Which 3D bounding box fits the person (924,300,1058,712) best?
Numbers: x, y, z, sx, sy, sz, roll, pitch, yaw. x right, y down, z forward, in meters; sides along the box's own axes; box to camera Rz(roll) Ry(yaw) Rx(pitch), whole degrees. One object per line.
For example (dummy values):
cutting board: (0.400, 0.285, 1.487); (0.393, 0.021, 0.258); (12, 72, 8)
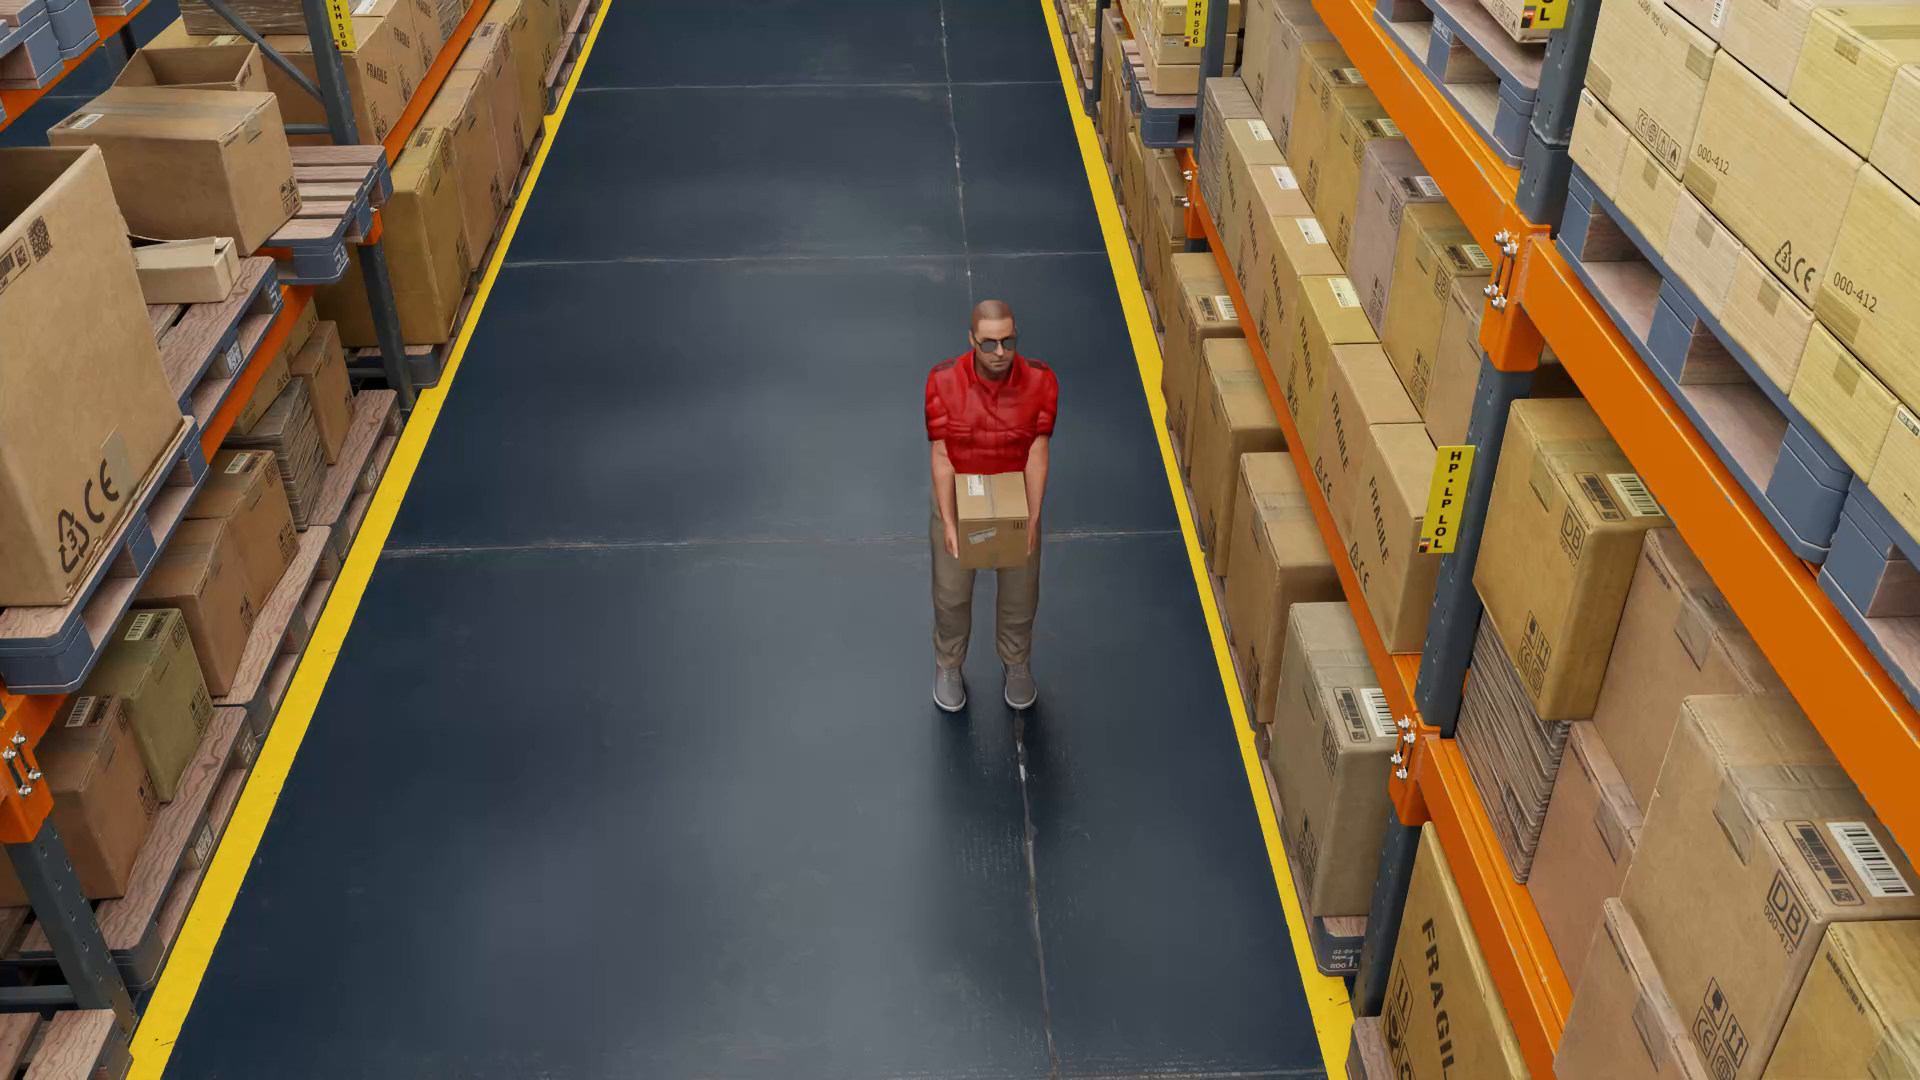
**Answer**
person: (0.119, -0.075, 6.276); (0.490, 1.726, 0.542); (-2, 35, -3)
